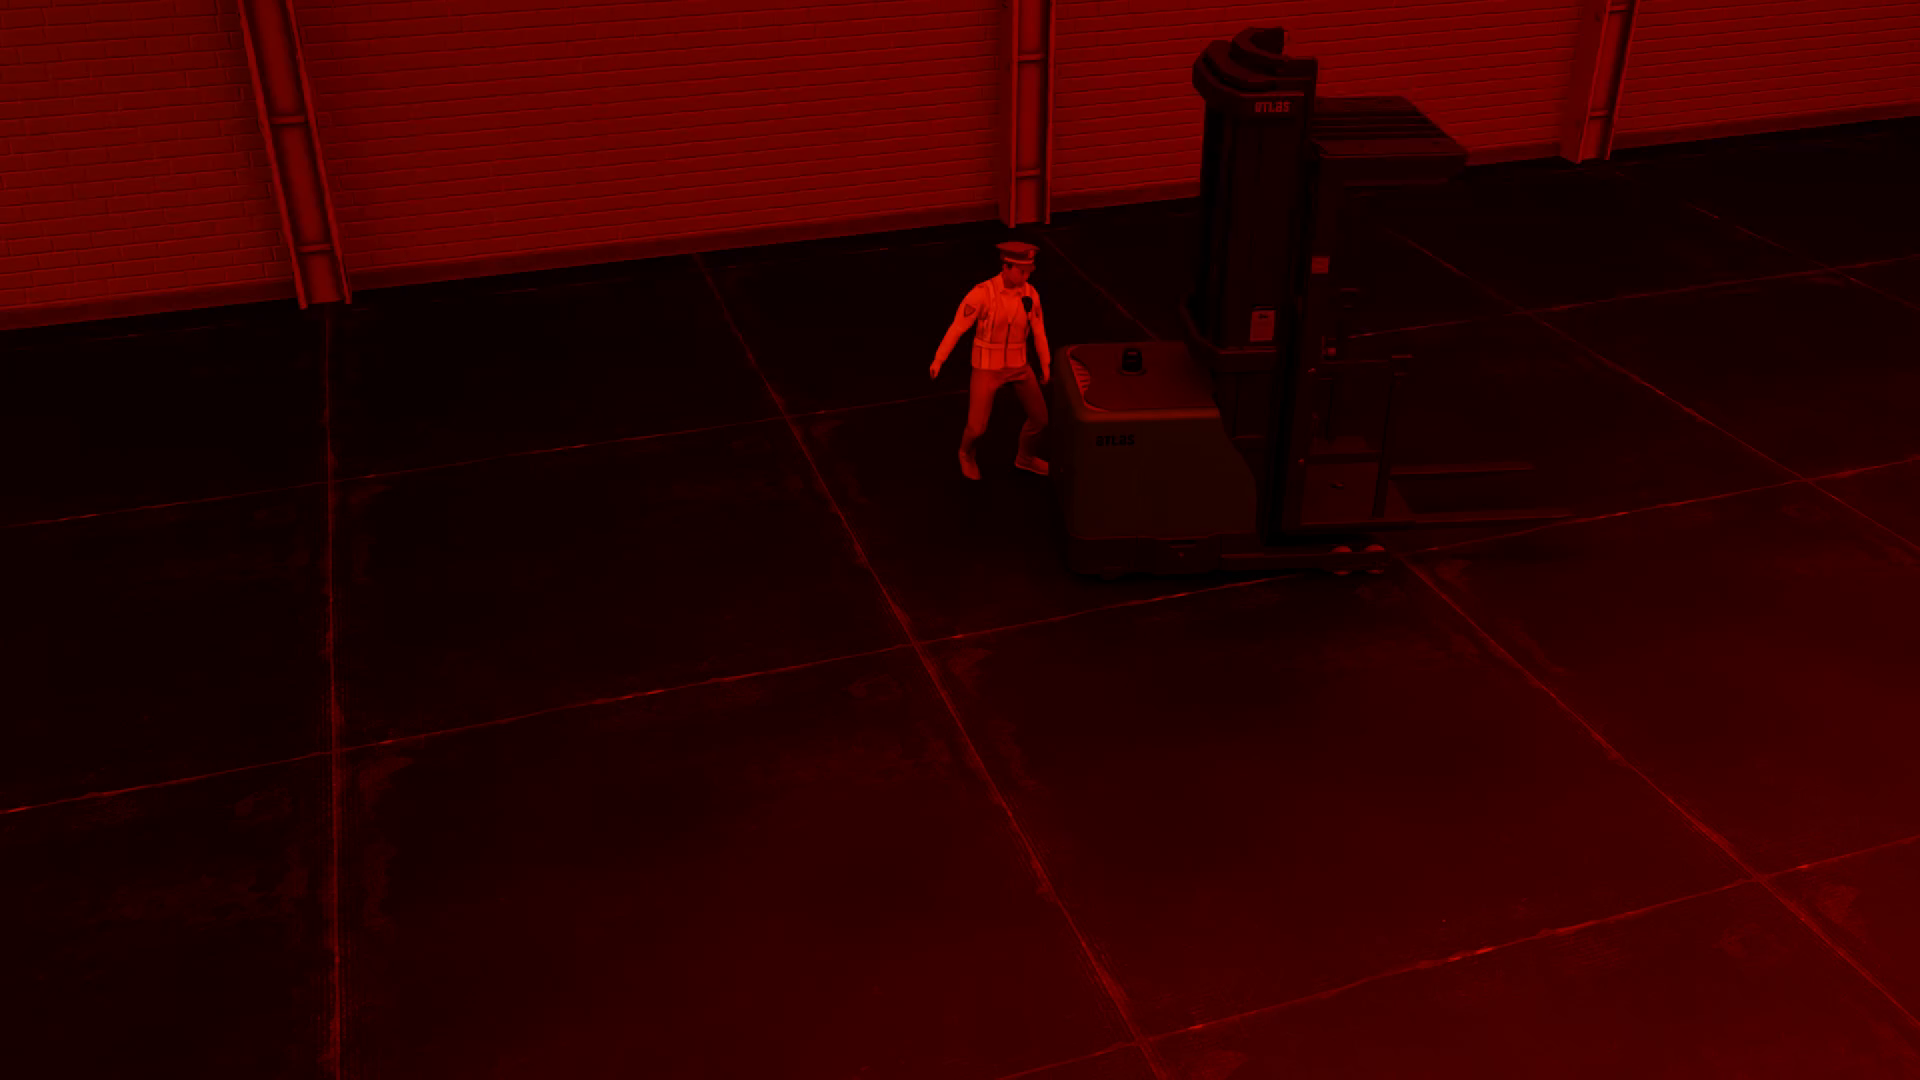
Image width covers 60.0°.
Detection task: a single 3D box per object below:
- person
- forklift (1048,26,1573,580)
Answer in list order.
[{"bbox_3d":[0.214,-1.099,10.378,0.815,1.623,0.463,-7,31,-12],"label":"person"},{"bbox_3d":[2.092,-1.327,9.393,3.031,2.935,1.130,-2,30,-4],"label":"forklift"}]
